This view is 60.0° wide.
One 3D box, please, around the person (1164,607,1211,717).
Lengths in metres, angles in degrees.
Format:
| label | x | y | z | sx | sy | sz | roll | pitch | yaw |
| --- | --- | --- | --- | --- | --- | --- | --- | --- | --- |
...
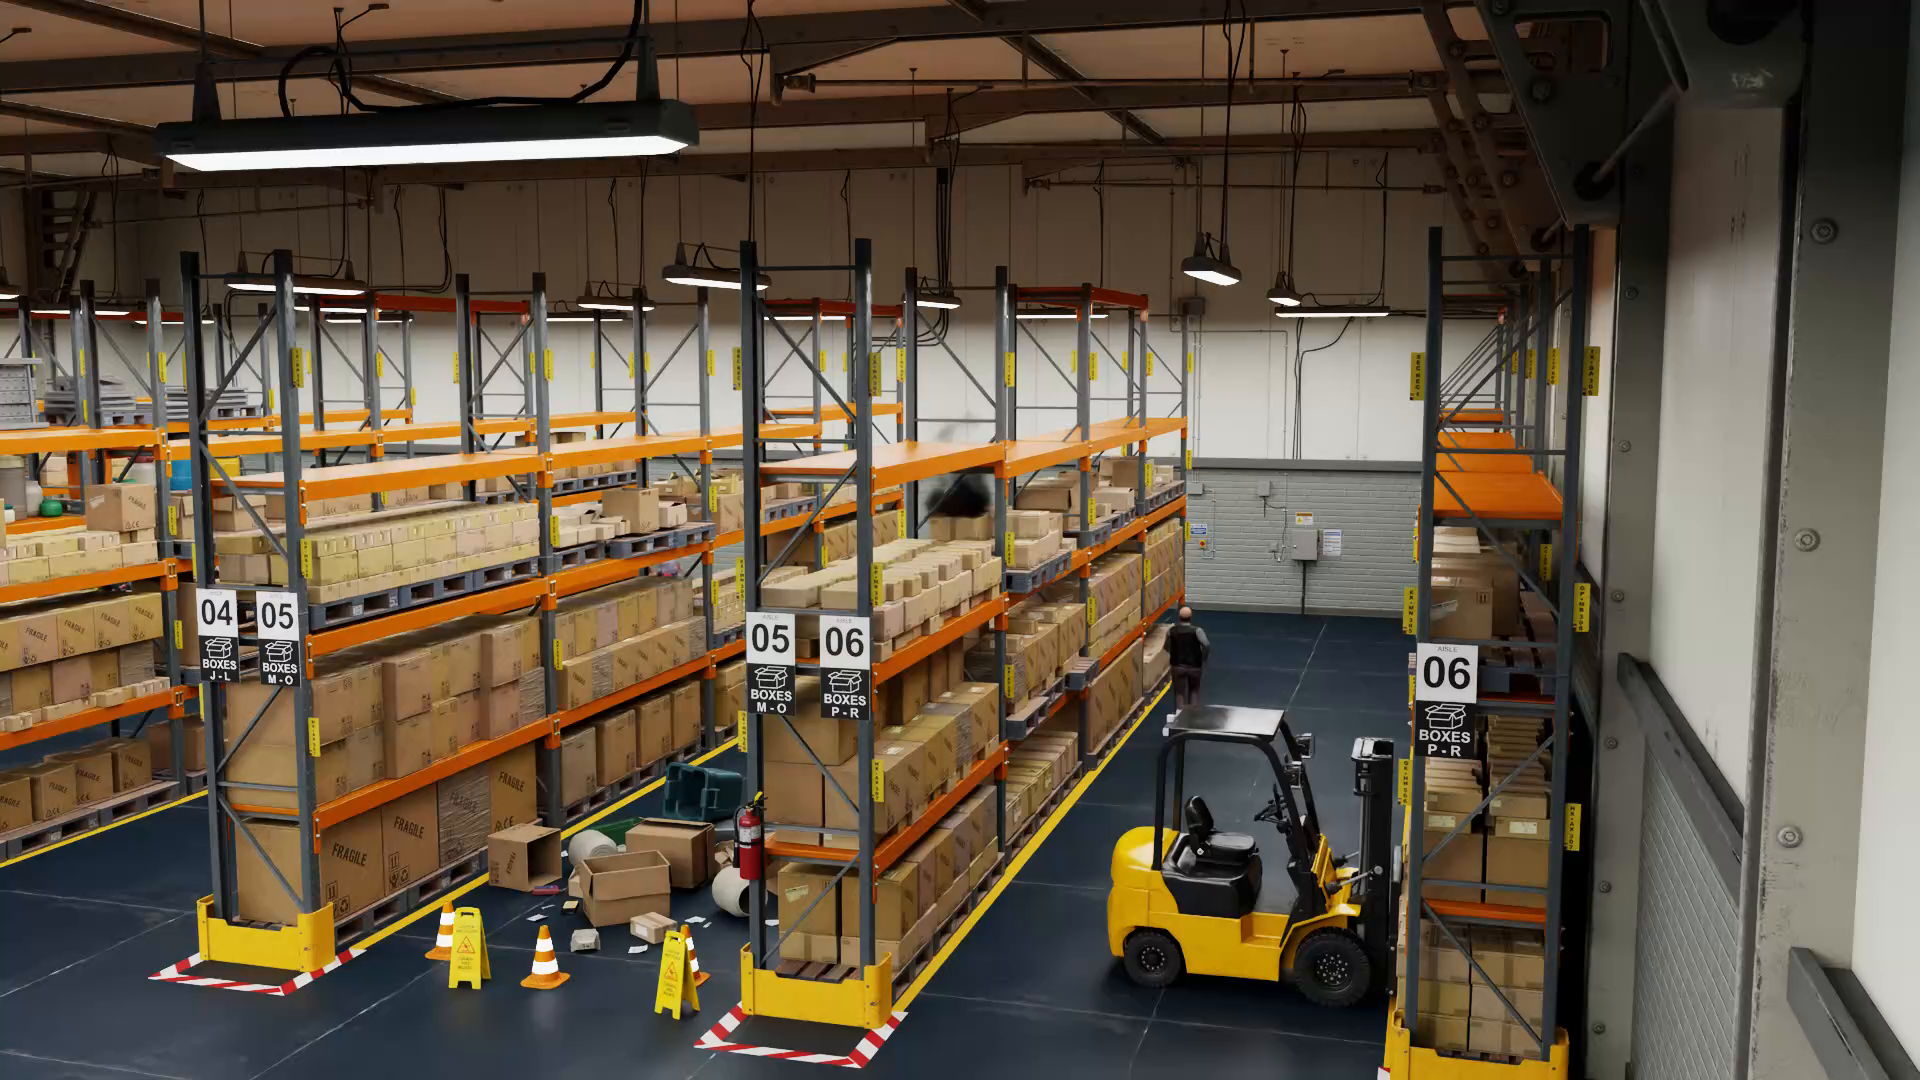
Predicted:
| label | x | y | z | sx | sy | sz | roll | pitch | yaw |
| --- | --- | --- | --- | --- | --- | --- | --- | --- | --- |
| person | 3.101 | 1.776 | 22.756 | 0.622 | 1.746 | 0.713 | 1 | 6 | 7 |

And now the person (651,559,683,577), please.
| label | x | y | z | sx | sy | sz | roll | pitch | yaw |
| --- | --- | --- | --- | --- | --- | --- | --- | --- | --- |
| person | -5.603 | 0.729 | 31.981 | 0.624 | 1.525 | 0.614 | 5 | 8 | 35 |
